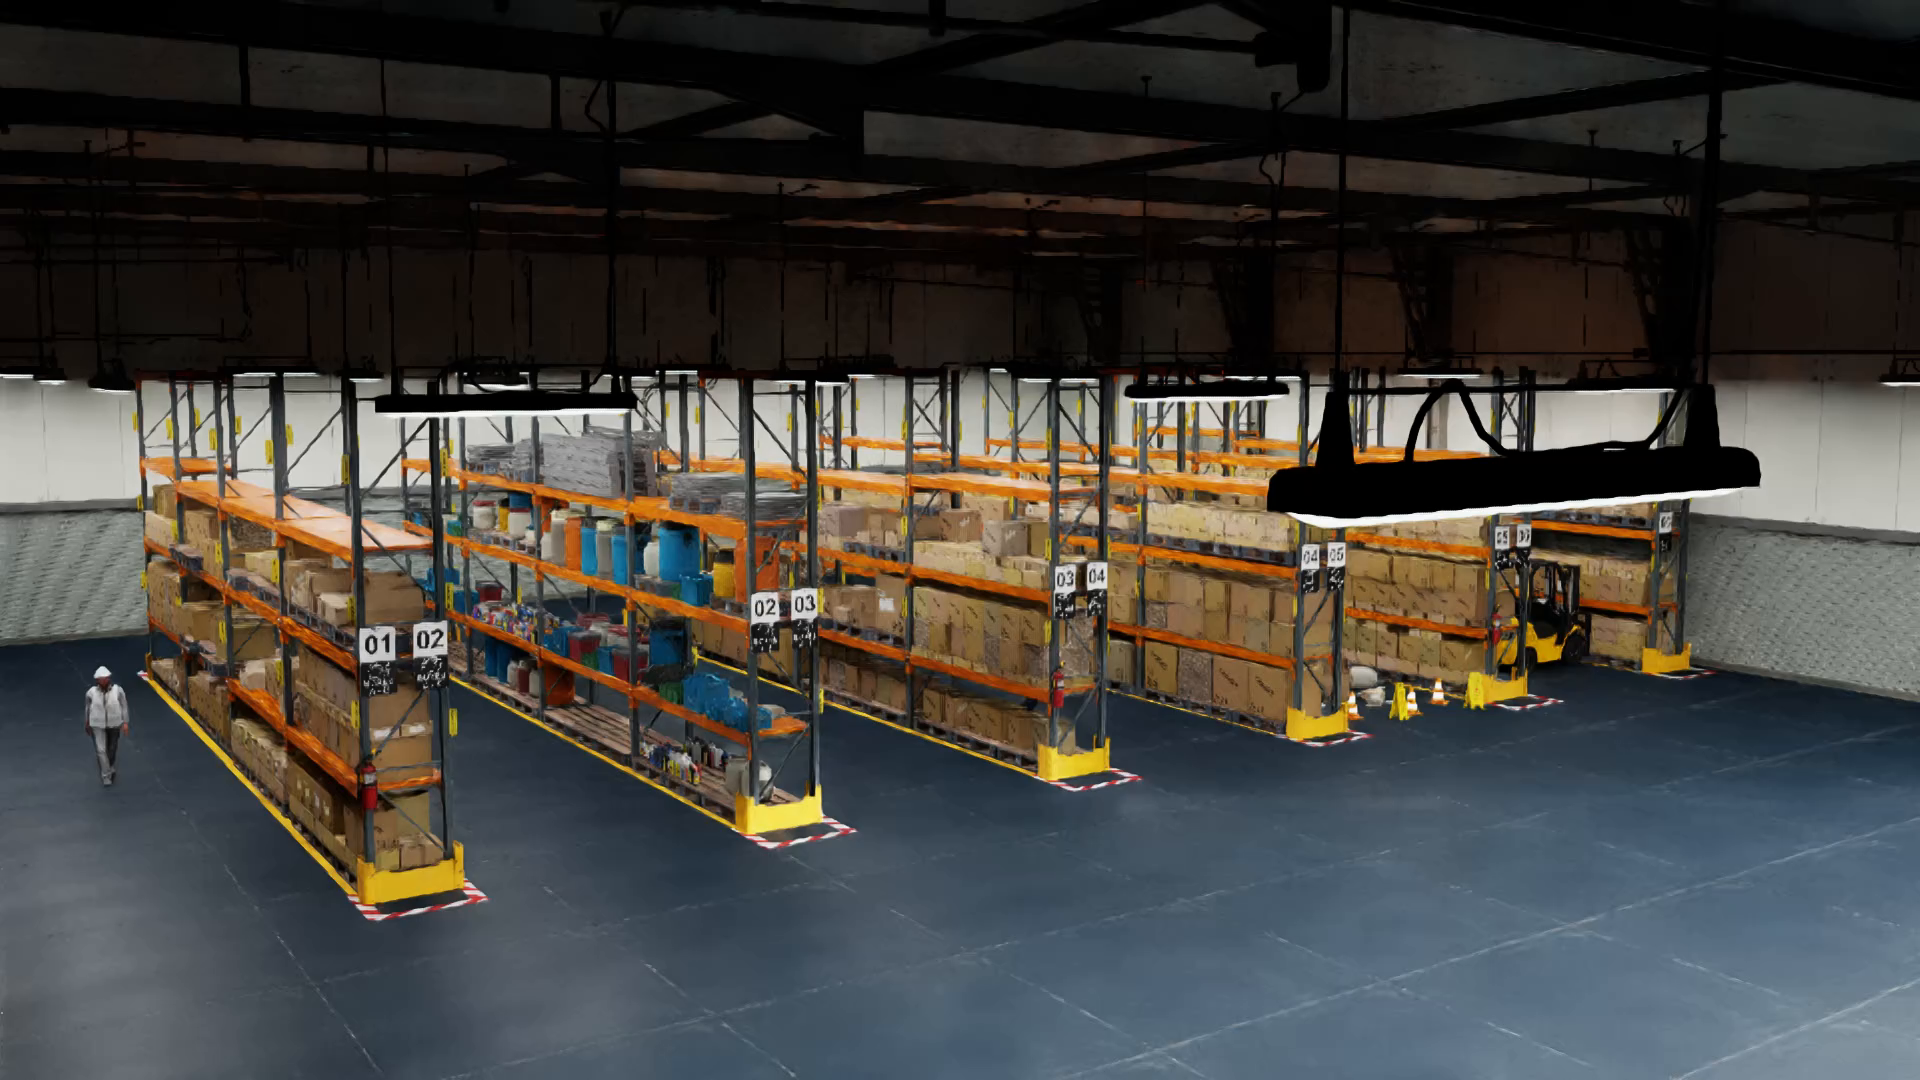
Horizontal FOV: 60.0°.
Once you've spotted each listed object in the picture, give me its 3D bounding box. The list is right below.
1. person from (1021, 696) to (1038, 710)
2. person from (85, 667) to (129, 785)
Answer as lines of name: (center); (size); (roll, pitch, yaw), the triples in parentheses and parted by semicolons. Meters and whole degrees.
person: (1.214, 2.368, 28.437); (0.566, 1.541, 0.519); (-5, 8, -36)
person: (-12.577, 2.710, 24.546); (0.555, 1.725, 1.029); (-4, 8, -35)
